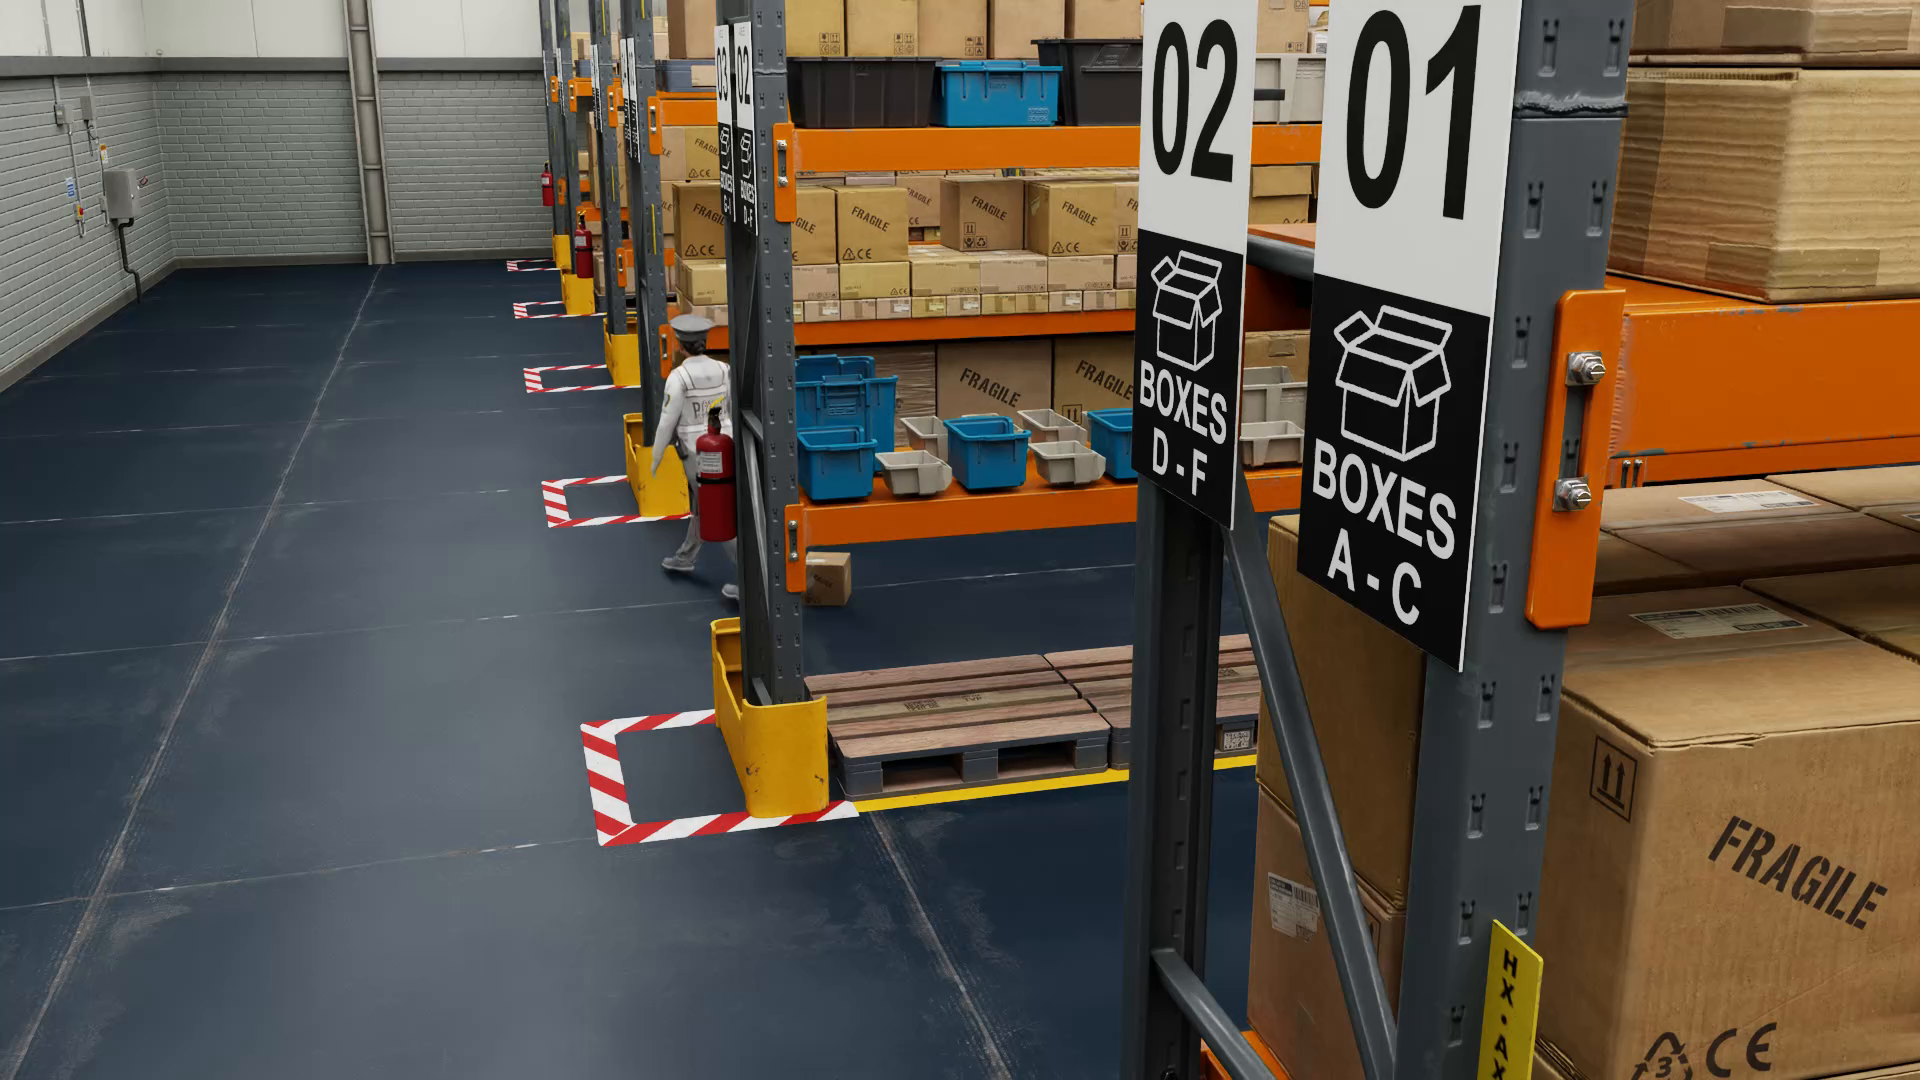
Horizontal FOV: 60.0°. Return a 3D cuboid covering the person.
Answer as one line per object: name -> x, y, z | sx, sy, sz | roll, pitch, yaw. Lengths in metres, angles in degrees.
person -> -1.518, -0.502, 9.726 | 1.029, 1.610, 0.505 | 13, 20, 37
